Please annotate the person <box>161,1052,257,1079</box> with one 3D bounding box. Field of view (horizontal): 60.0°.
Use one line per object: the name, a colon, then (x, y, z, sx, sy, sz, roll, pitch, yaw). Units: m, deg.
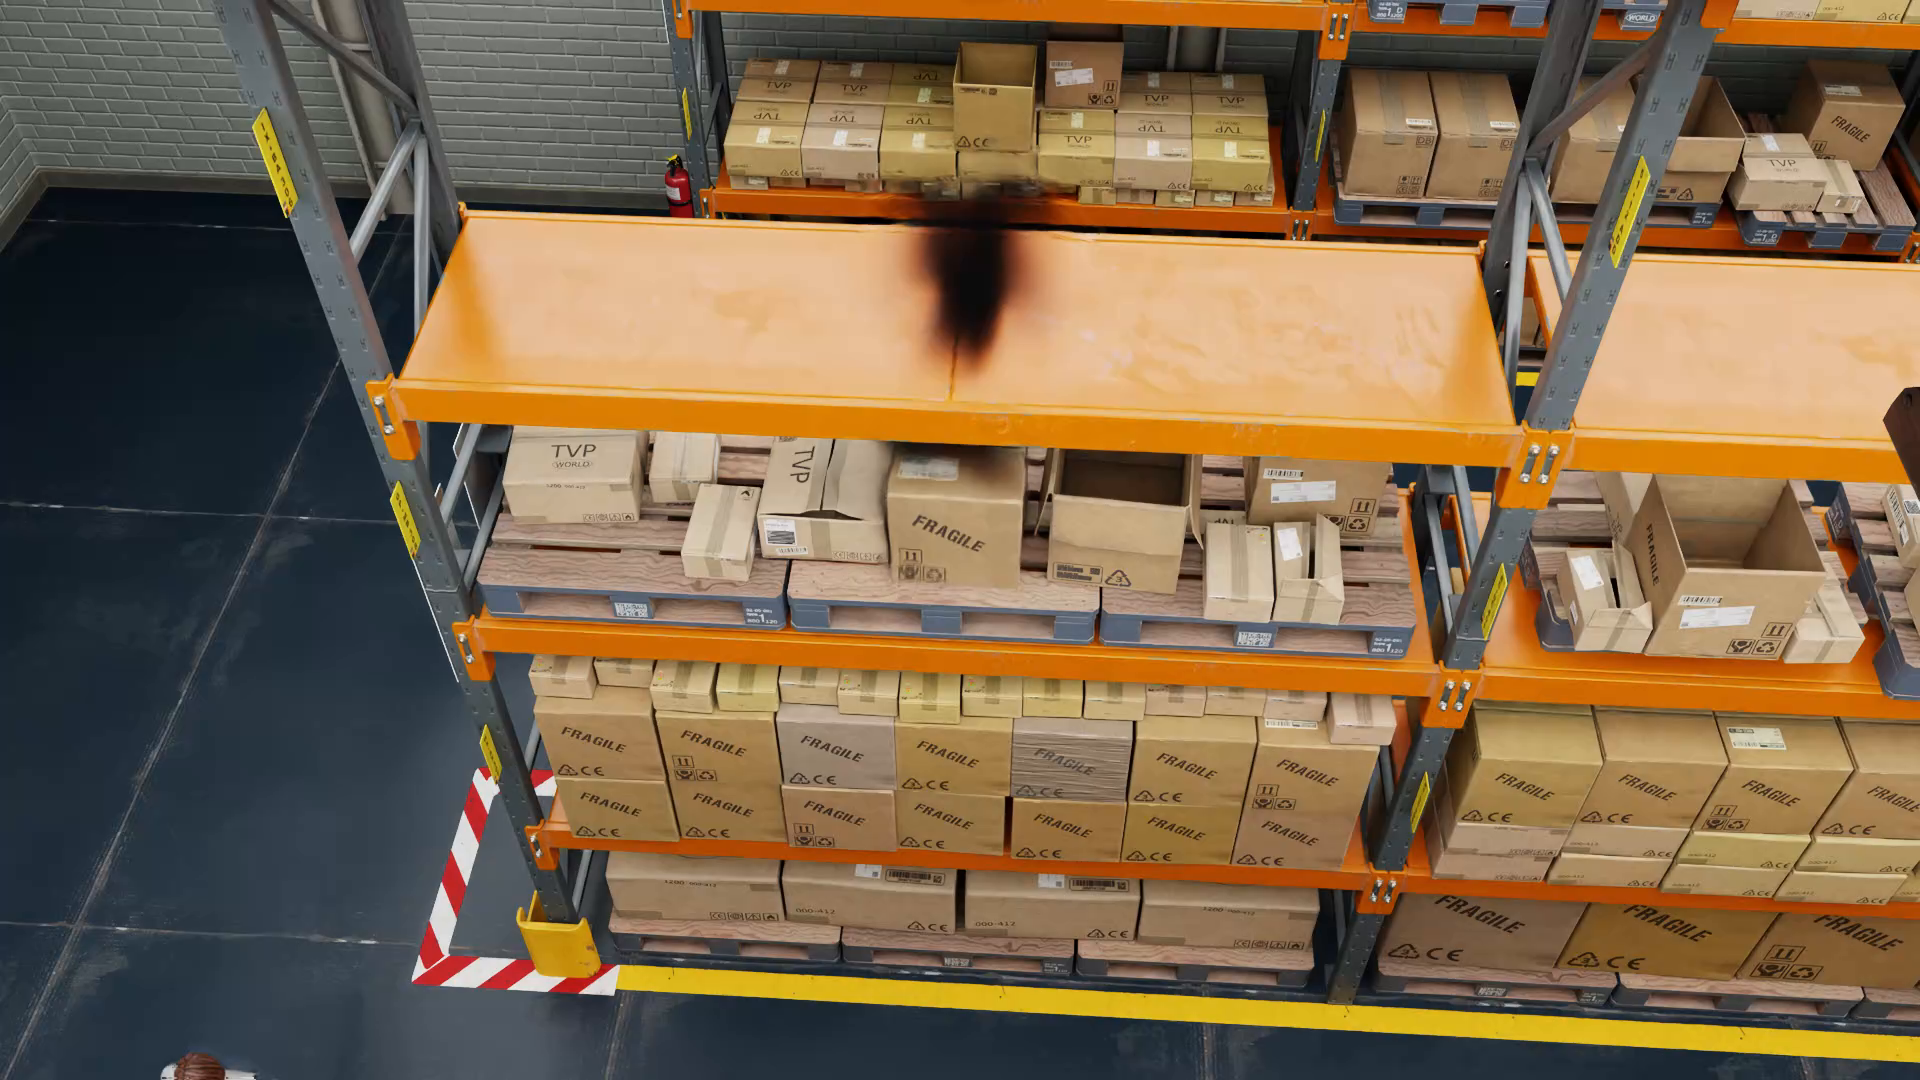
person: (-3.149, 2.637, 7.296, 0.546, 1.571, 0.696, -3, 48, -2)
